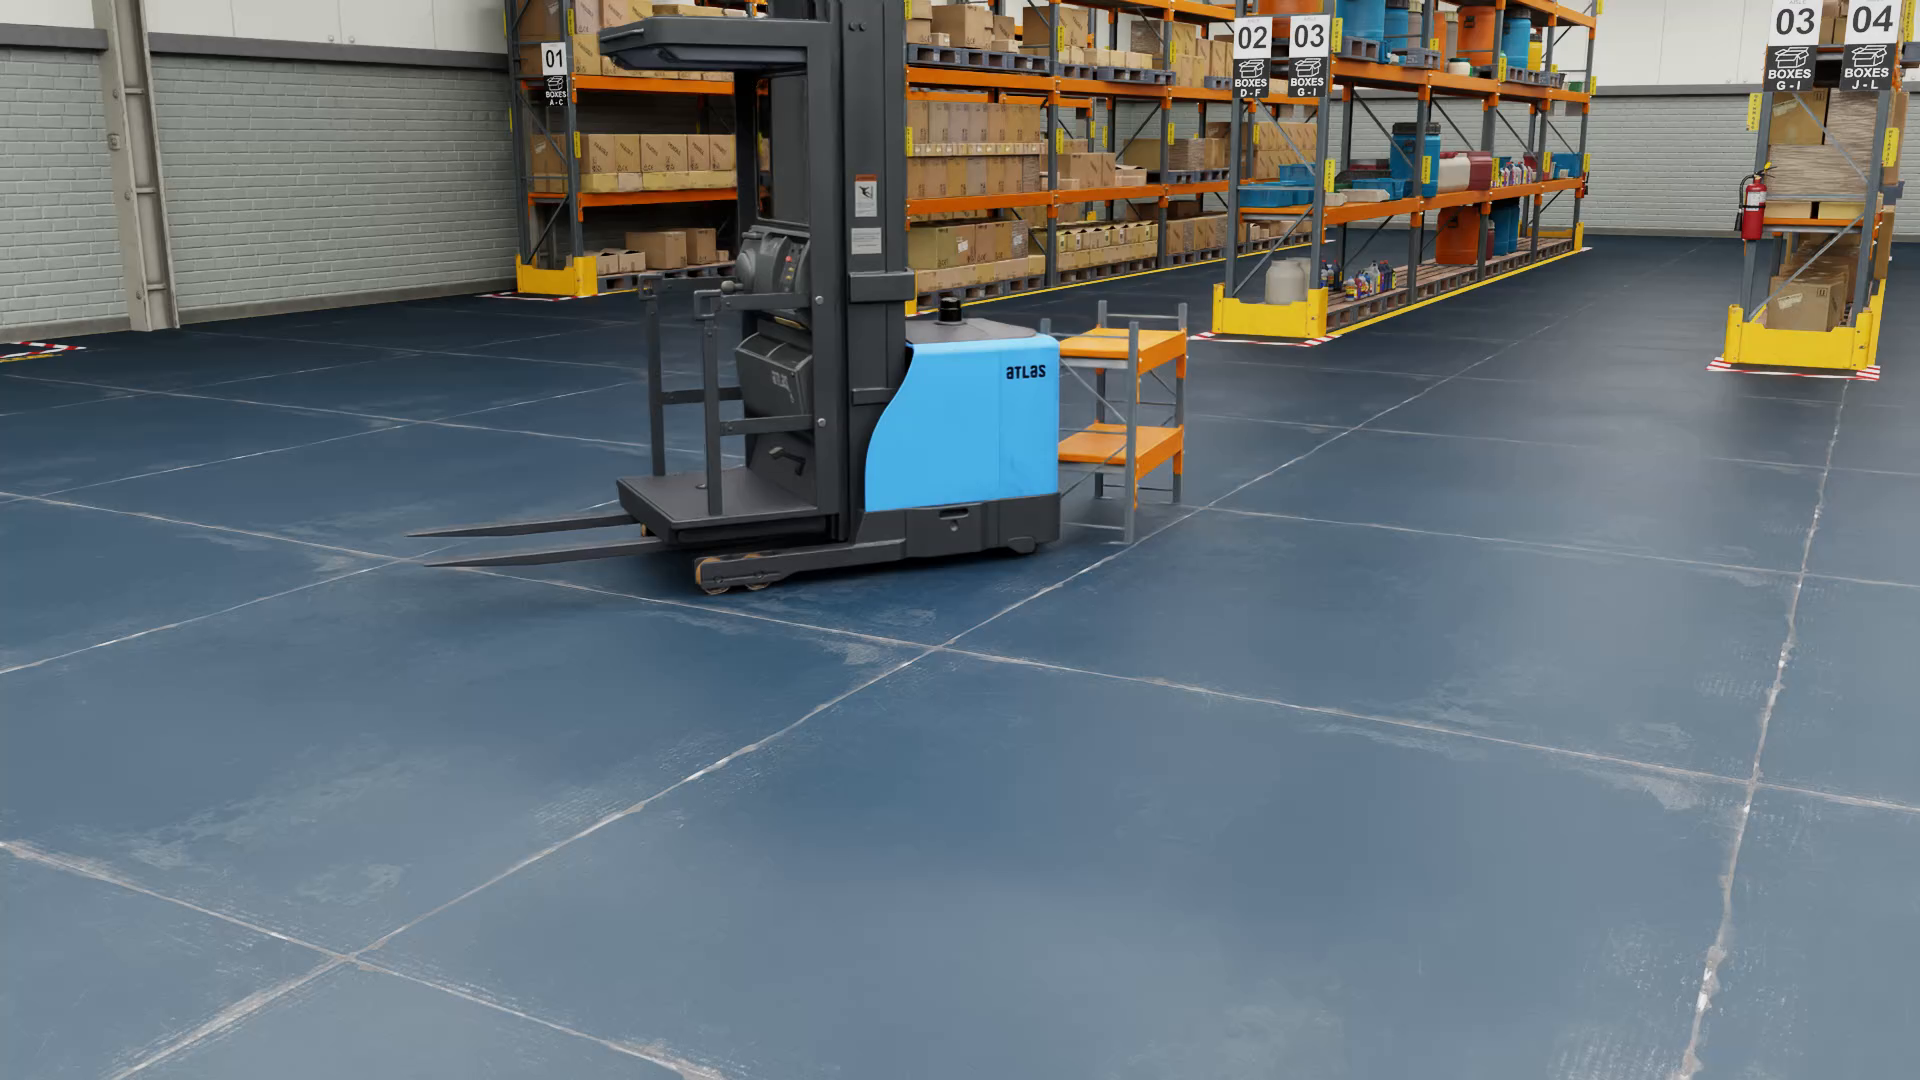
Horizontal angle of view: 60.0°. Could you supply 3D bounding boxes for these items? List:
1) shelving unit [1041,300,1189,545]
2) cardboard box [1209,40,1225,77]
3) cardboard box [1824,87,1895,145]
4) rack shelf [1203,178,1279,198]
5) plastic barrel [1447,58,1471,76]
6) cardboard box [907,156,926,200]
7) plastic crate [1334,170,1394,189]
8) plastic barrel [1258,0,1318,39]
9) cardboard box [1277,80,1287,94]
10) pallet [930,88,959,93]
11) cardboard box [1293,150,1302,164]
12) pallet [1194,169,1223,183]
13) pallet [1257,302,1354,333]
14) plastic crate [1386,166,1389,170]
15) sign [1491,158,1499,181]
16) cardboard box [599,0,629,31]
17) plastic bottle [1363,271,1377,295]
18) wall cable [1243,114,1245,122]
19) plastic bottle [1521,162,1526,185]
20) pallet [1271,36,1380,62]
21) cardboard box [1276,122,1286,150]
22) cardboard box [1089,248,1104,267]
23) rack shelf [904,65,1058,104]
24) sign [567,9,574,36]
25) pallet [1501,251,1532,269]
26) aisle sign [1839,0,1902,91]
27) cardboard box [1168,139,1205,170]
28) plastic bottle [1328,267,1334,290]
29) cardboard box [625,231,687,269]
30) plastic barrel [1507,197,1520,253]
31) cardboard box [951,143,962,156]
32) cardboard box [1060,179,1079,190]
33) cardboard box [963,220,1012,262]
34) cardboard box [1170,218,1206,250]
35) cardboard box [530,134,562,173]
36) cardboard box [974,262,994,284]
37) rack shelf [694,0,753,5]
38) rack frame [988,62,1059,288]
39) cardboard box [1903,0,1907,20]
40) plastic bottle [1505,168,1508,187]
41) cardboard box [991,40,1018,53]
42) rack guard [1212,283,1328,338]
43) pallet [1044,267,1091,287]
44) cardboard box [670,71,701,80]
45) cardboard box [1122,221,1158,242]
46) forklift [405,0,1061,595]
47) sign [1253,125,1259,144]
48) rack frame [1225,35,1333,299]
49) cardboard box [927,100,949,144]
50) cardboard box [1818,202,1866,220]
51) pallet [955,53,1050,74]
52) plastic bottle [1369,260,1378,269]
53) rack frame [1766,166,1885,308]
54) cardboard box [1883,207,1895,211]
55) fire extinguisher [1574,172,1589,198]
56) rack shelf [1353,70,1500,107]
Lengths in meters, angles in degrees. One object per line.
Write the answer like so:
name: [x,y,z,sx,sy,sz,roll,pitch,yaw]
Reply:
shelving unit: [0.826,-0.657,8.857,0.538,1.125,1.048,5,14,20]
cardboard box: [4.117,-8.164,28.275,0.600,0.600,0.600,7,15,27]
cardboard box: [8.102,-3.815,14.978,0.500,0.500,0.500,7,15,28]
rack shelf: [5.695,-6.700,31.459,1.077,0.370,4.000,7,15,28]
plastic barrel: [6.719,-6.360,22.410,0.301,0.262,0.301,0,14,0]
cardboard box: [-0.836,-4.320,19.840,0.700,0.500,0.500,7,15,28]
plastic crate: [4.831,-4.313,20.155,0.767,0.338,0.504,7,15,28]
plastic barrel: [3.385,-5.600,17.151,0.600,0.830,0.708,7,15,28]
cardboard box: [5.668,-8.301,30.484,0.500,0.250,0.500,7,15,28]
pallet: [-0.741,-8.113,29.790,1.003,0.211,1.213,8,16,31]
cardboard box: [6.190,-7.177,31.690,0.500,0.500,0.500,8,15,28]
pallet: [3.731,-6.125,27.948,1.003,0.211,1.213,7,15,28]
pallet: [3.655,-2.447,18.232,1.003,0.211,1.213,7,15,28]
plastic crate: [5.456,-4.690,21.620,0.392,0.384,0.575,7,15,28]
sign: [7.614,-5.275,23.666,0.100,0.325,0.005,7,15,28]
cardboard box: [-4.725,-6.889,21.919,0.500,0.500,0.500,7,15,27]
plastic bottle: [4.805,-3.022,19.543,0.152,0.276,0.135,8,16,29]
wall cable: [5.371,-10.547,39.707,3.097,2.526,0.112,7,15,28]
plastic bottle: [8.905,-5.828,26.411,0.144,0.351,0.185,7,15,28]
pallet: [3.747,-5.140,17.458,1.003,0.211,1.213,7,15,28]
cardboard box: [5.700,-7.450,30.689,0.500,0.500,0.500,7,15,26]
cardboard box: [1.769,-4.131,24.241,0.500,0.250,0.500,7,15,26]
rack shelf: [-0.106,-5.696,20.895,1.077,0.370,4.000,7,15,28]
sign: [-4.936,-6.559,21.076,0.100,0.325,0.005,7,15,28]
pallet: [8.653,-4.568,27.031,1.003,0.211,1.213,7,15,28]
aisle sign: [7.830,-4.271,14.303,0.394,0.787,0.004,7,15,28]
cardboard box: [3.610,-6.379,27.485,0.700,0.500,0.500,11,17,38]
plastic bottle: [4.478,-3.161,20.129,0.097,0.271,0.097,0,14,0]
cardboard box: [-4.324,-4.130,23.659,0.700,0.500,0.500,6,15,25]
plastic barrel: [8.785,-5.152,27.083,0.600,0.901,0.708,7,15,28]
cardboard box: [-0.197,-4.809,20.485,0.380,0.149,0.250,7,15,26]
cardboard box: [1.468,-5.034,23.552,0.380,0.149,0.250,7,15,28]
cardboard box: [0.338,-3.906,21.705,0.500,0.500,0.500,7,15,28]
cardboard box: [3.760,-5.089,27.635,0.500,0.500,0.500,7,15,27]
cardboard box: [-5.369,-5.160,22.213,0.500,0.500,0.500,7,15,27]
cardboard box: [0.108,-3.437,21.361,0.500,0.250,0.500,7,15,28]
rack shelf: [-4.444,-7.713,22.869,1.077,0.370,4.000,7,15,28]
rack frame: [0.861,-4.998,22.864,1.000,3.000,0.127,7,15,28]
cardboard box: [9.537,-5.648,17.246,0.500,0.500,0.500,7,15,26]
plastic bottle: [8.260,-5.504,25.237,0.097,0.271,0.097,0,14,0]
cardboard box: [0.517,-6.328,21.322,0.380,0.149,0.250,7,15,28]
rack guard: [3.257,-2.421,17.509,1.175,0.500,0.348,7,15,28]
pallet: [1.183,-3.798,23.836,1.003,0.211,1.213,7,15,28]
cardboard box: [-3.995,-6.723,23.364,0.500,0.500,0.500,7,15,26]
cardboard box: [2.757,-4.823,25.914,0.500,0.311,0.500,8,16,30]
forklift: [-1.063,-1.319,7.750,3.031,2.935,1.130,-6,15,-24]
sign: [5.216,-7.140,29.279,0.100,0.325,0.005,7,15,28]
rack frame: [3.262,-3.615,17.129,1.000,3.000,0.127,7,15,28]
cardboard box: [-0.561,-5.070,20.183,0.700,0.500,0.500,7,15,27]
cardboard box: [7.944,-2.963,14.961,0.380,0.149,0.250,7,15,28]
pallet: [0.471,-6.235,21.785,1.003,0.211,1.213,7,15,28]
plastic bottle: [5.010,-3.214,20.176,0.144,0.351,0.185,7,15,28]
rack frame: [9.531,-3.875,18.206,1.000,3.000,0.127,7,15,28]
cardboard box: [12.254,-4.188,23.142,1.225,0.875,0.875,7,15,28]
fire extinguisher: [11.467,-6.658,30.713,0.296,0.674,0.183,7,15,28]
rack shelf: [6.162,-5.955,21.968,1.077,0.370,4.000,7,15,28]
